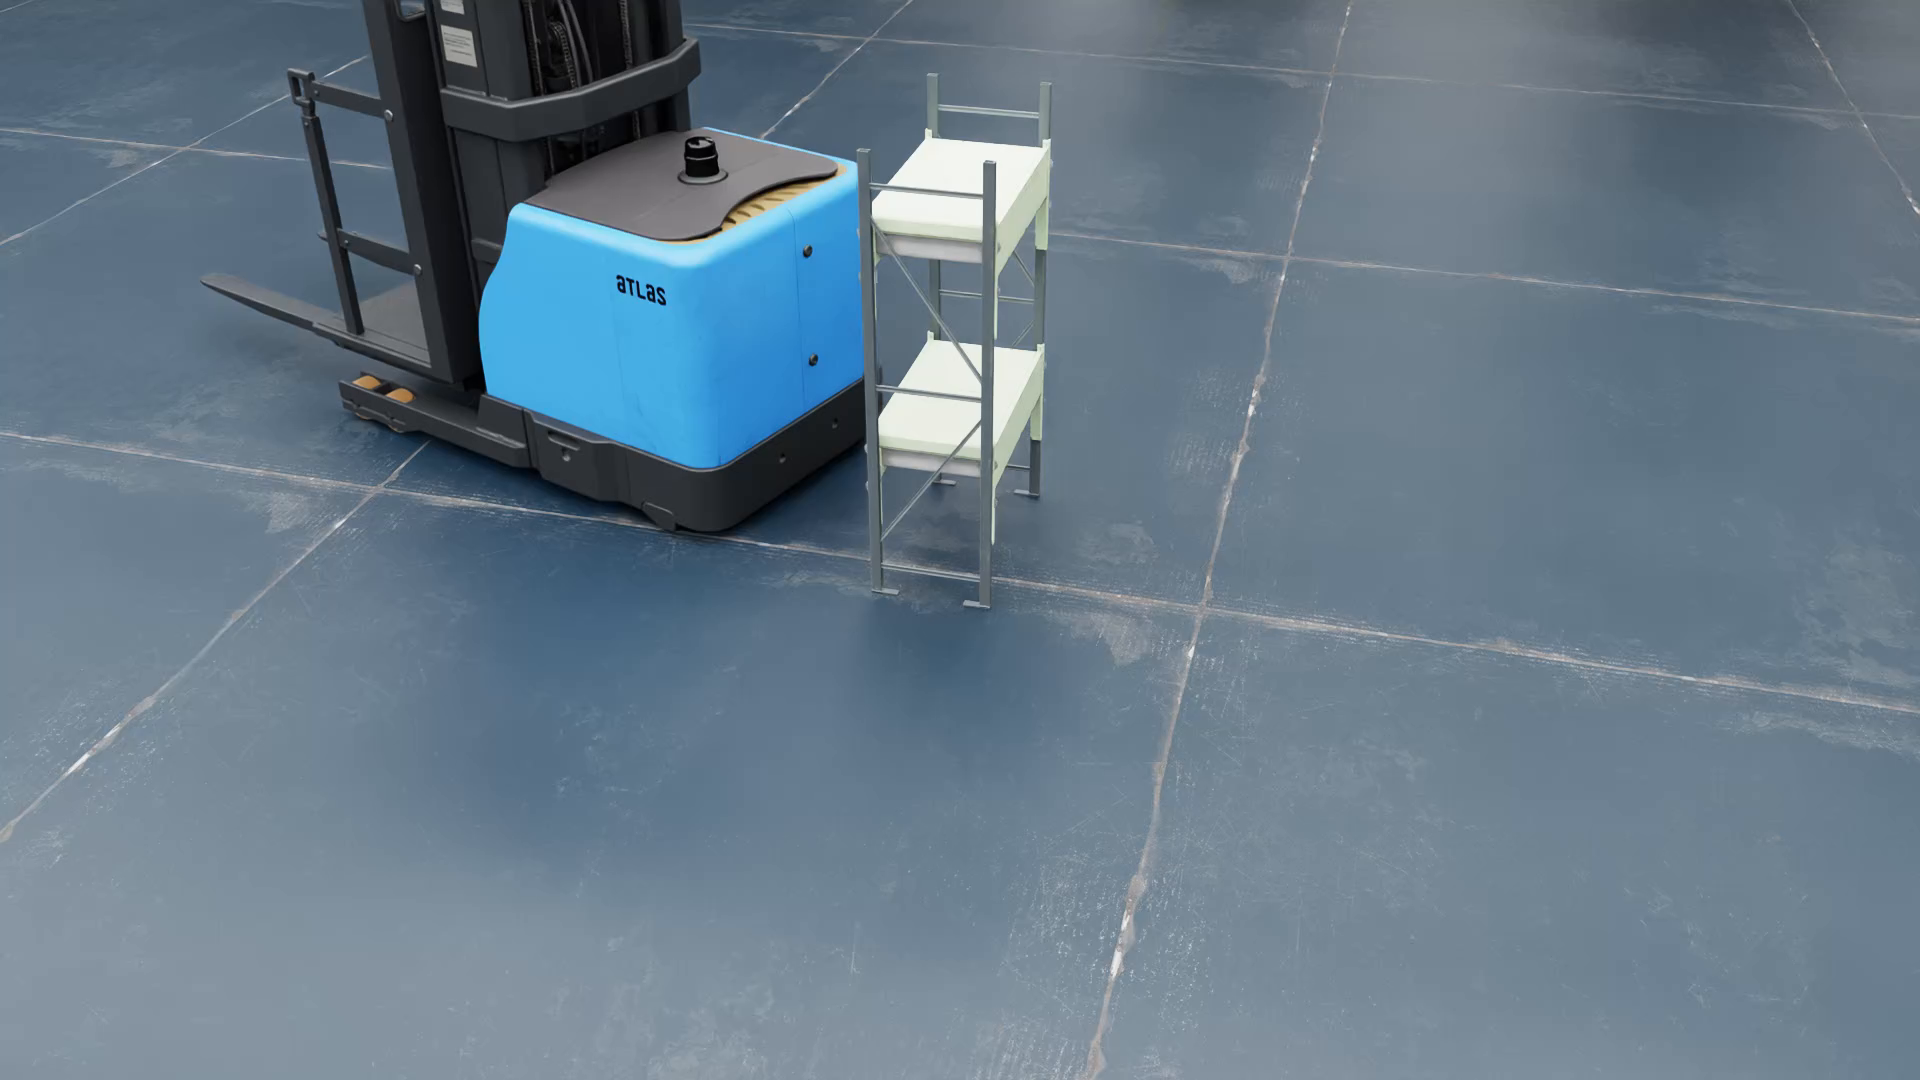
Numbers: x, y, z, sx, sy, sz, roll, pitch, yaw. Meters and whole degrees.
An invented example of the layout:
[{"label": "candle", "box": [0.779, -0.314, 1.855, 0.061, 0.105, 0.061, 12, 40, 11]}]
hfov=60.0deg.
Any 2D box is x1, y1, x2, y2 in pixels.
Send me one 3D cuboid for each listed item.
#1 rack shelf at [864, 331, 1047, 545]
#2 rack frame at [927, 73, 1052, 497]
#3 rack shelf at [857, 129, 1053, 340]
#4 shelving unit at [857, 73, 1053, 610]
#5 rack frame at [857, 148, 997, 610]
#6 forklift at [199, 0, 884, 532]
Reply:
[{"label": "rack shelf", "box": [-0.002, -0.354, 5.517, 0.431, 0.370, 0.720, 8, 33, 12]}, {"label": "rack frame", "box": [0.091, -0.819, 5.641, 0.400, 1.500, 0.023, 8, 33, 12]}, {"label": "rack shelf", "box": [-0.002, -0.959, 5.133, 0.431, 0.370, 0.720, 8, 33, 12]}, {"label": "shelving unit", "box": [-0.002, -0.629, 5.342, 0.431, 1.500, 0.755, 8, 33, 12]}, {"label": "rack frame", "box": [-0.095, -0.440, 5.043, 0.400, 1.500, 0.023, 8, 33, 12]}, {"label": "forklift", "box": [-1.801, -1.864, 5.951, 3.031, 2.935, 1.130, 20, 37, 28]}]
